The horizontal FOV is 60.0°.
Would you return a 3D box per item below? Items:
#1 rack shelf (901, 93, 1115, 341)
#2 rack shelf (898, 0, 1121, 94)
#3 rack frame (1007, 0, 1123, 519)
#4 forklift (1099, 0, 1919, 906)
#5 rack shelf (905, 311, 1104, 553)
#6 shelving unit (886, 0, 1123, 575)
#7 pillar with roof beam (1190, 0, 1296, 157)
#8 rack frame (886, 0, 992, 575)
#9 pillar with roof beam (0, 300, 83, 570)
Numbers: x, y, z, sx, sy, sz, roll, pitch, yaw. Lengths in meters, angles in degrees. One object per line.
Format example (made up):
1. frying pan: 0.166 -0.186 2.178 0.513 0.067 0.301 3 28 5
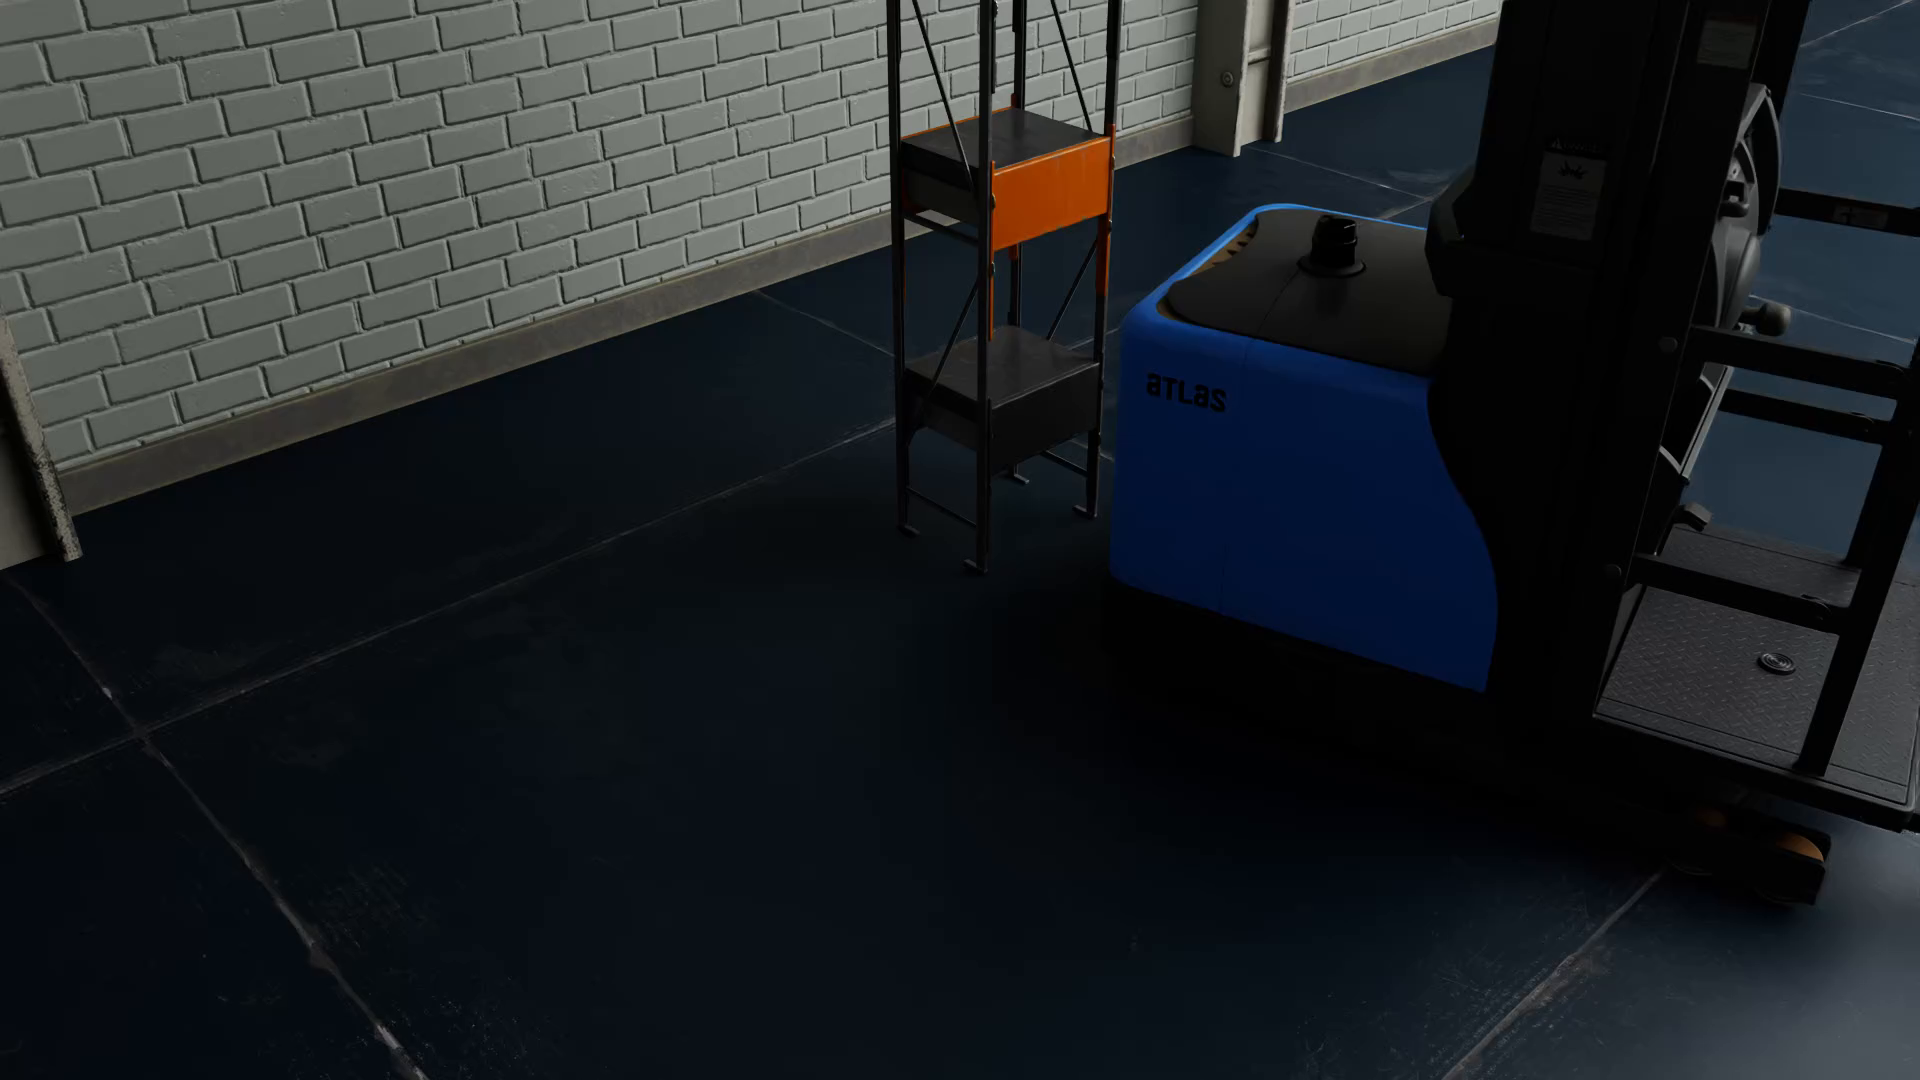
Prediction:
1. rack shelf: 0.121 -0.943 4.805 0.480 0.518 0.431 -26 40 -35
2. rack shelf: 0.121 -1.540 4.440 0.480 0.518 0.431 -26 40 -35
3. rack frame: 0.300 -1.041 4.940 0.015 2.100 0.400 -26 40 -35
4. forklift: 1.922 -0.722 3.621 3.031 2.935 1.130 17 35 25
5. rack shelf: 0.121 -0.346 5.171 0.480 0.518 0.431 -26 40 -35
6. shelving unit: 0.121 -0.955 4.798 0.503 2.100 0.431 -26 40 -35
7. pillar with roof beam: 4.352 -4.260 3.591 0.400 9.000 9.100 -26 40 -35
8. rack frame: -0.058 -0.868 4.657 0.015 2.100 0.400 -26 40 -35
9. pillar with roof beam: -0.048 -2.132 0.110 0.400 9.000 9.100 -26 40 -35
